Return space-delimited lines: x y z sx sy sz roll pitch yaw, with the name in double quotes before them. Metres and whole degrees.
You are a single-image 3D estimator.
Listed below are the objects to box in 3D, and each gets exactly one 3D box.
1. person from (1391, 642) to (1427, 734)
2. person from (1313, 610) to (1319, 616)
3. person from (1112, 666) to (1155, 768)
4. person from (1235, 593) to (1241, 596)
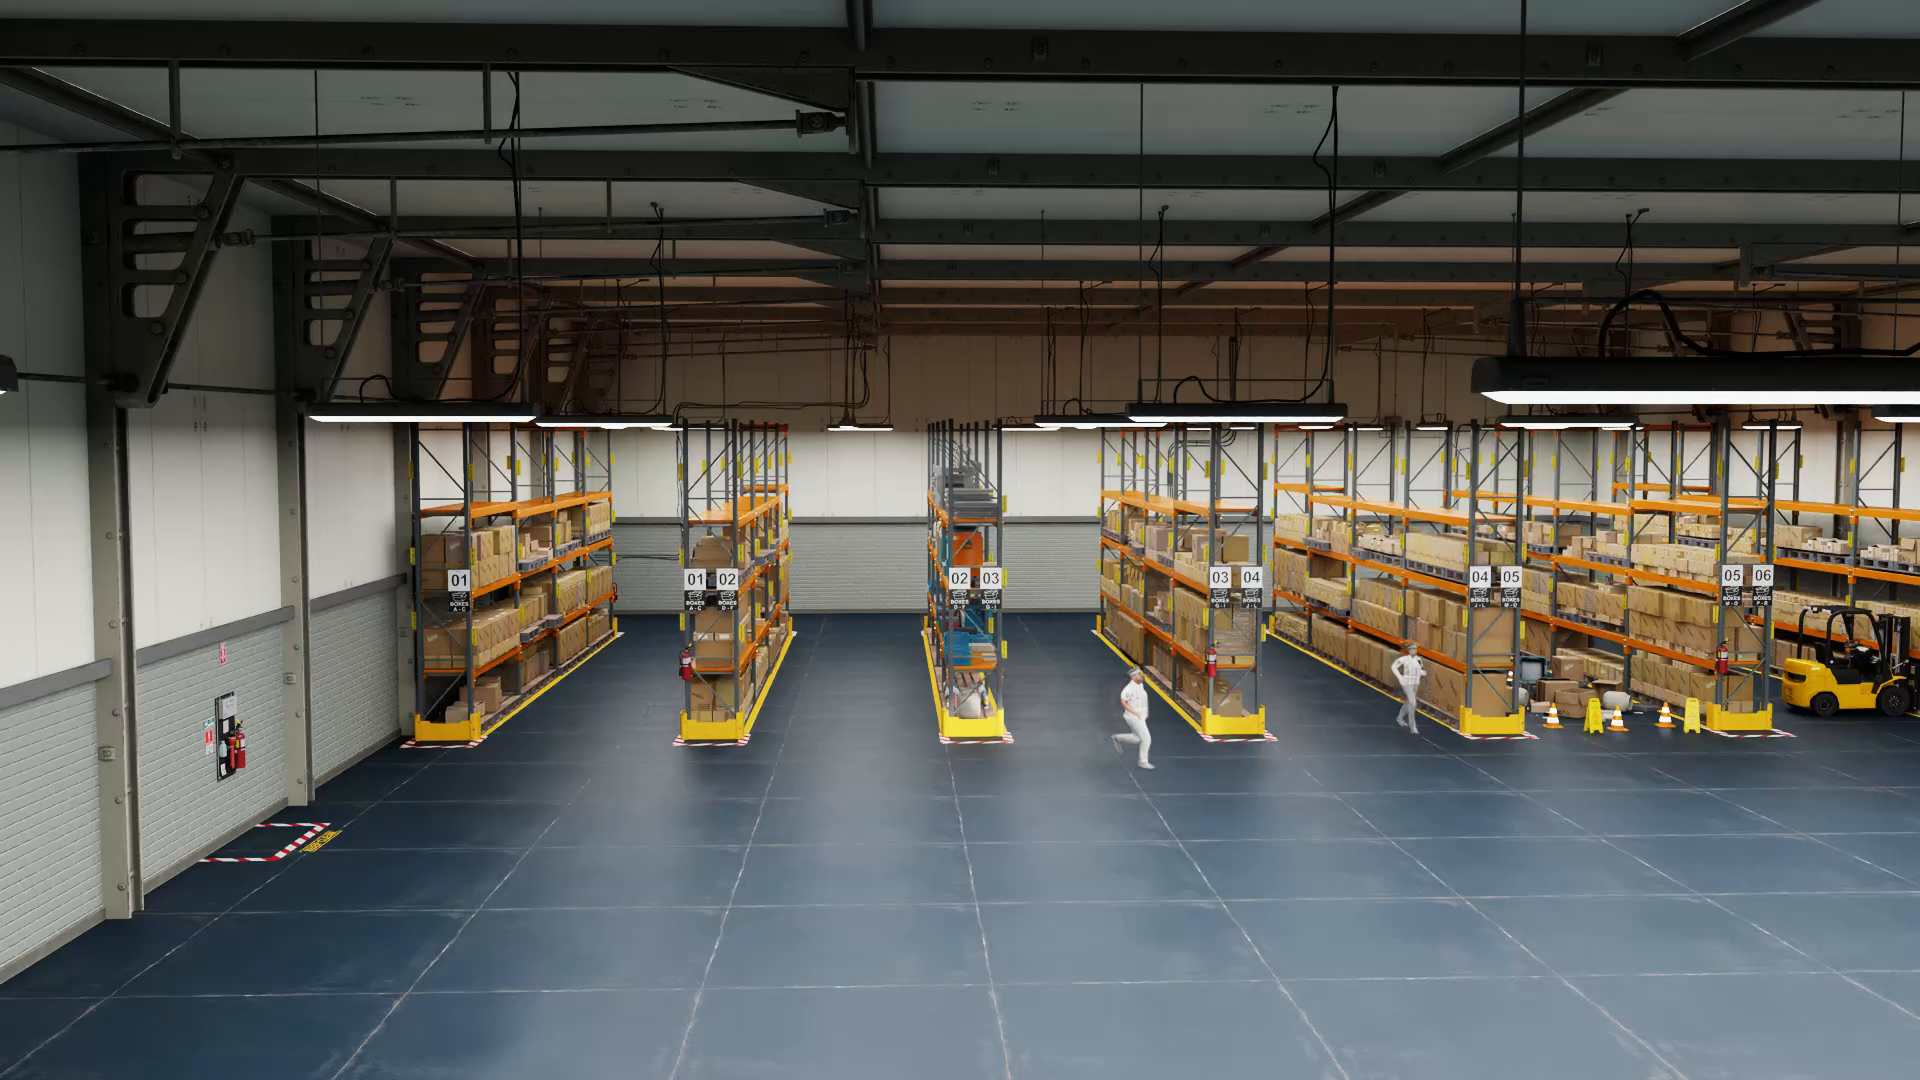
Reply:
"person" 8.677 2.830 32.063 0.595 1.755 0.769 -2 4 -27
"person" 10.809 1.721 49.050 0.887 1.826 0.665 0 4 -4
"person" 2.982 3.043 28.632 0.813 1.769 0.665 1 4 22
"person" 7.712 1.872 47.380 0.625 1.652 0.827 1 4 17
